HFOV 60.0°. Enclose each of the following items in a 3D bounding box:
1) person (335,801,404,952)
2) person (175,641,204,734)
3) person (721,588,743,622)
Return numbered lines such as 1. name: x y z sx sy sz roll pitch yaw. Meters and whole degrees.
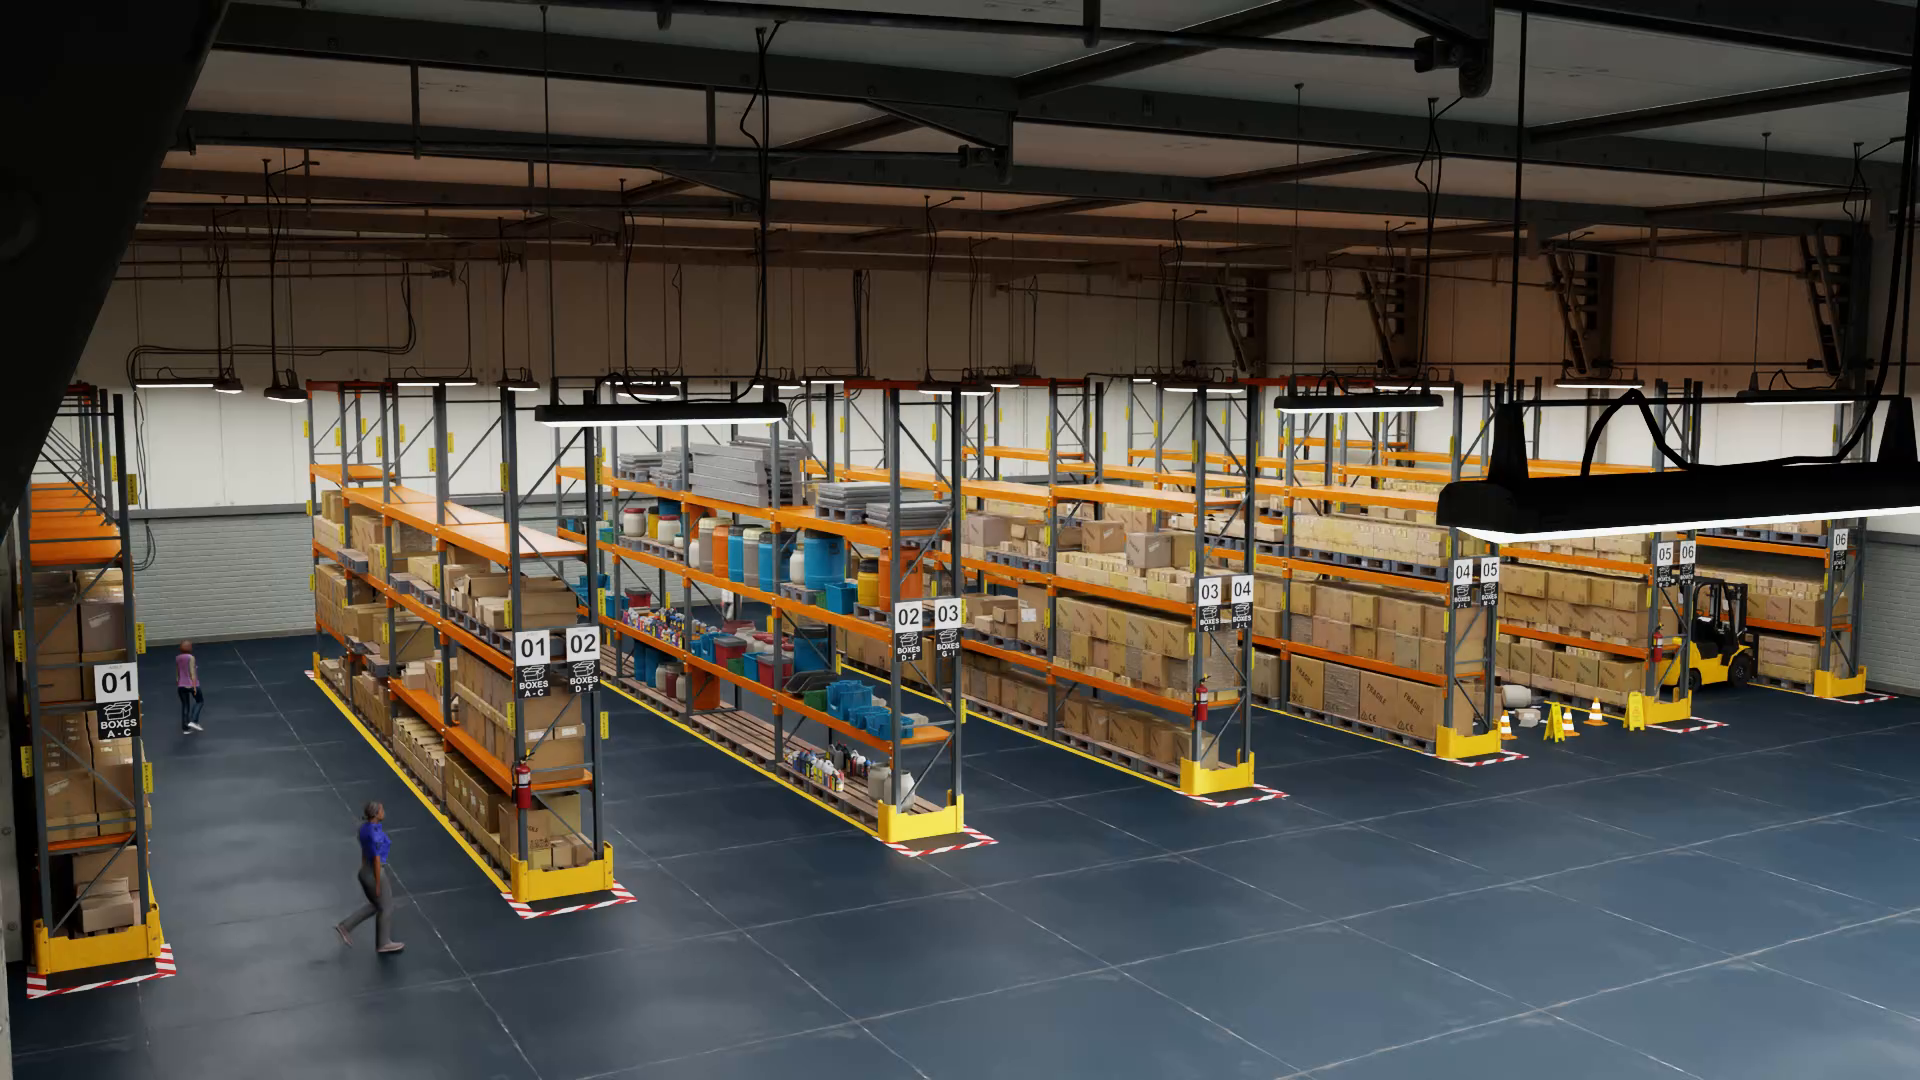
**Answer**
1. person: -6.334 3.612 17.797 0.667 1.639 0.439 -4 7 -32
2. person: -13.187 2.513 28.371 0.428 1.579 0.453 0 6 -1
3. person: -5.243 1.398 38.320 0.546 1.733 0.832 2 6 14
